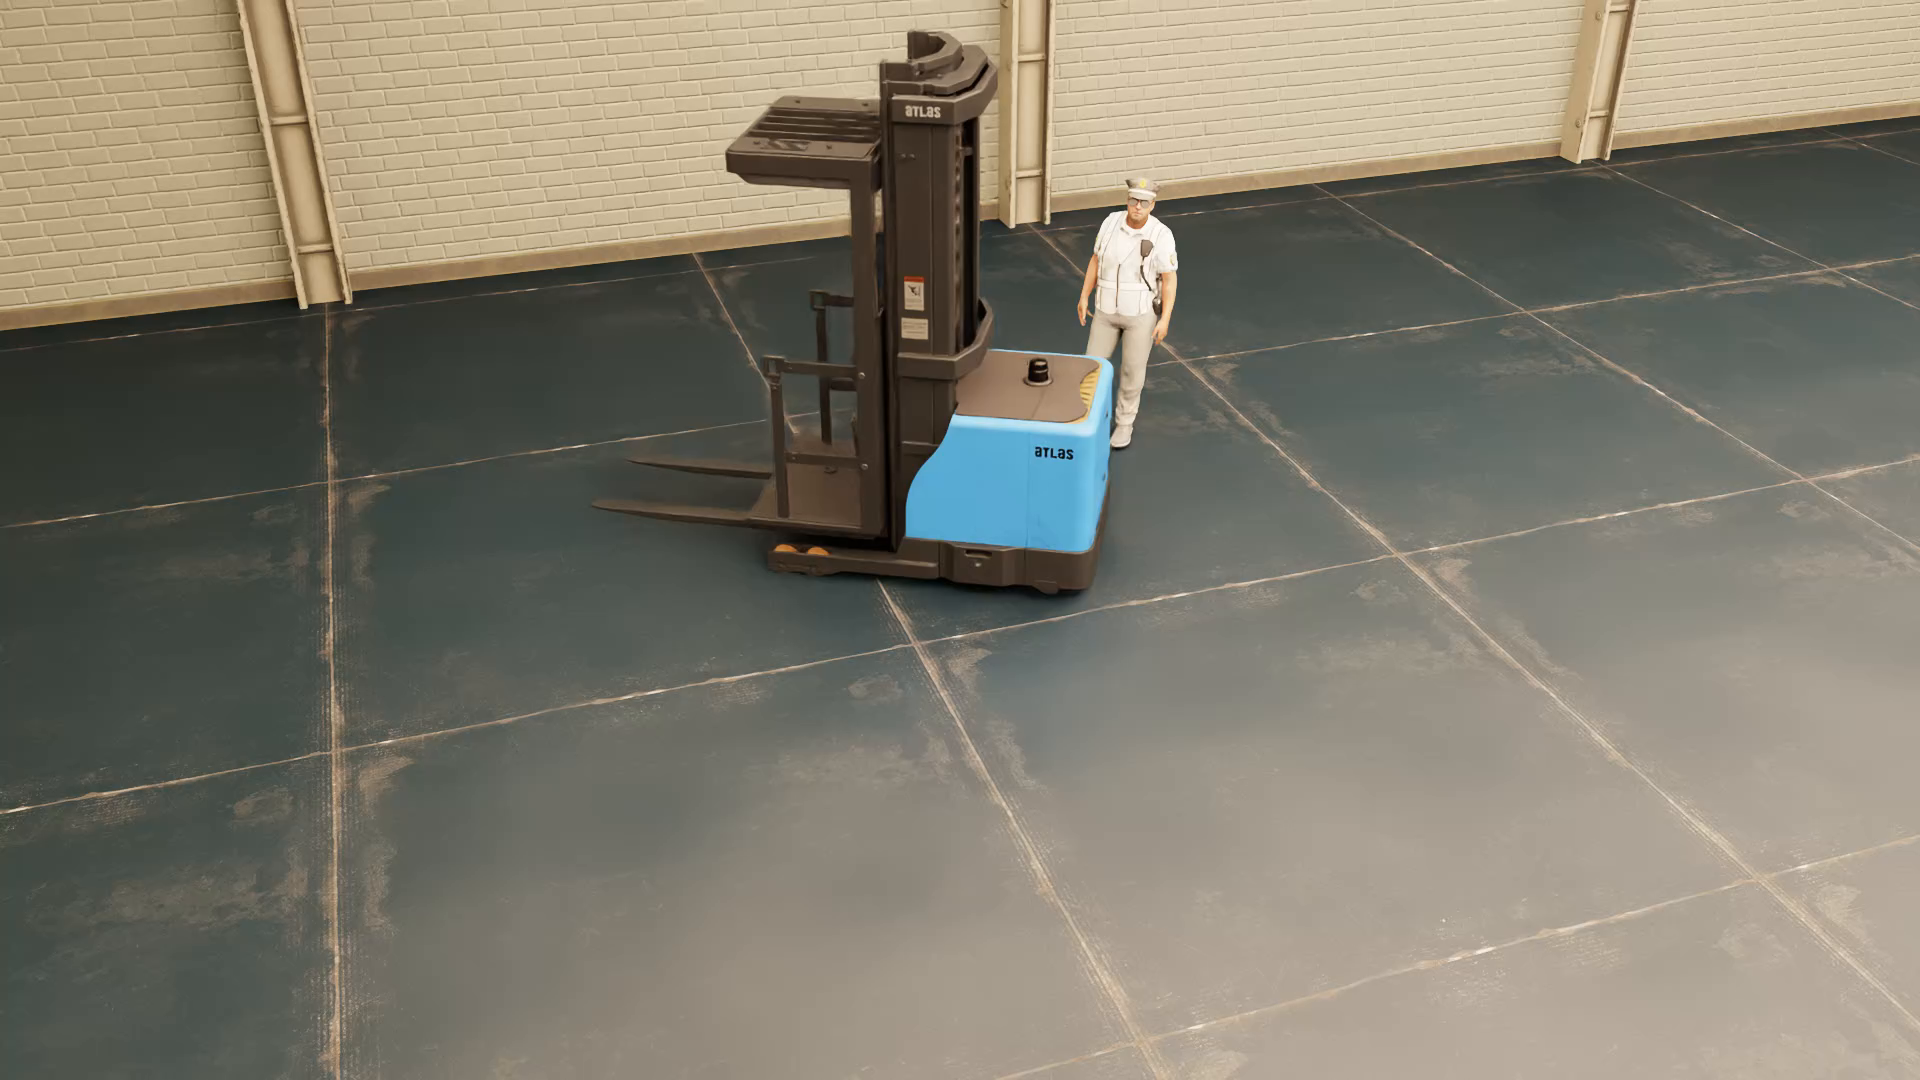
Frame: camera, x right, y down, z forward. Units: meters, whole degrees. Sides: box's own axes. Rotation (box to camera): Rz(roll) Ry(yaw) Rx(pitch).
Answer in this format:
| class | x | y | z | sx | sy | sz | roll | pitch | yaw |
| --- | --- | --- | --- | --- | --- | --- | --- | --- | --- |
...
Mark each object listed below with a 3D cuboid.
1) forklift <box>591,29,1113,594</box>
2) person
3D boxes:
| class | x | y | z | sx | sy | sz | roll | pitch | yaw |
| --- | --- | --- | --- | --- | --- | --- | --- | --- | --- |
| forklift | -0.660 | -1.310 | 9.364 | 3.031 | 2.935 | 1.130 | 5 | 30 | 9 |
| person | 1.043 | -1.466 | 10.773 | 0.640 | 1.781 | 0.576 | 13 | 32 | 22 |
